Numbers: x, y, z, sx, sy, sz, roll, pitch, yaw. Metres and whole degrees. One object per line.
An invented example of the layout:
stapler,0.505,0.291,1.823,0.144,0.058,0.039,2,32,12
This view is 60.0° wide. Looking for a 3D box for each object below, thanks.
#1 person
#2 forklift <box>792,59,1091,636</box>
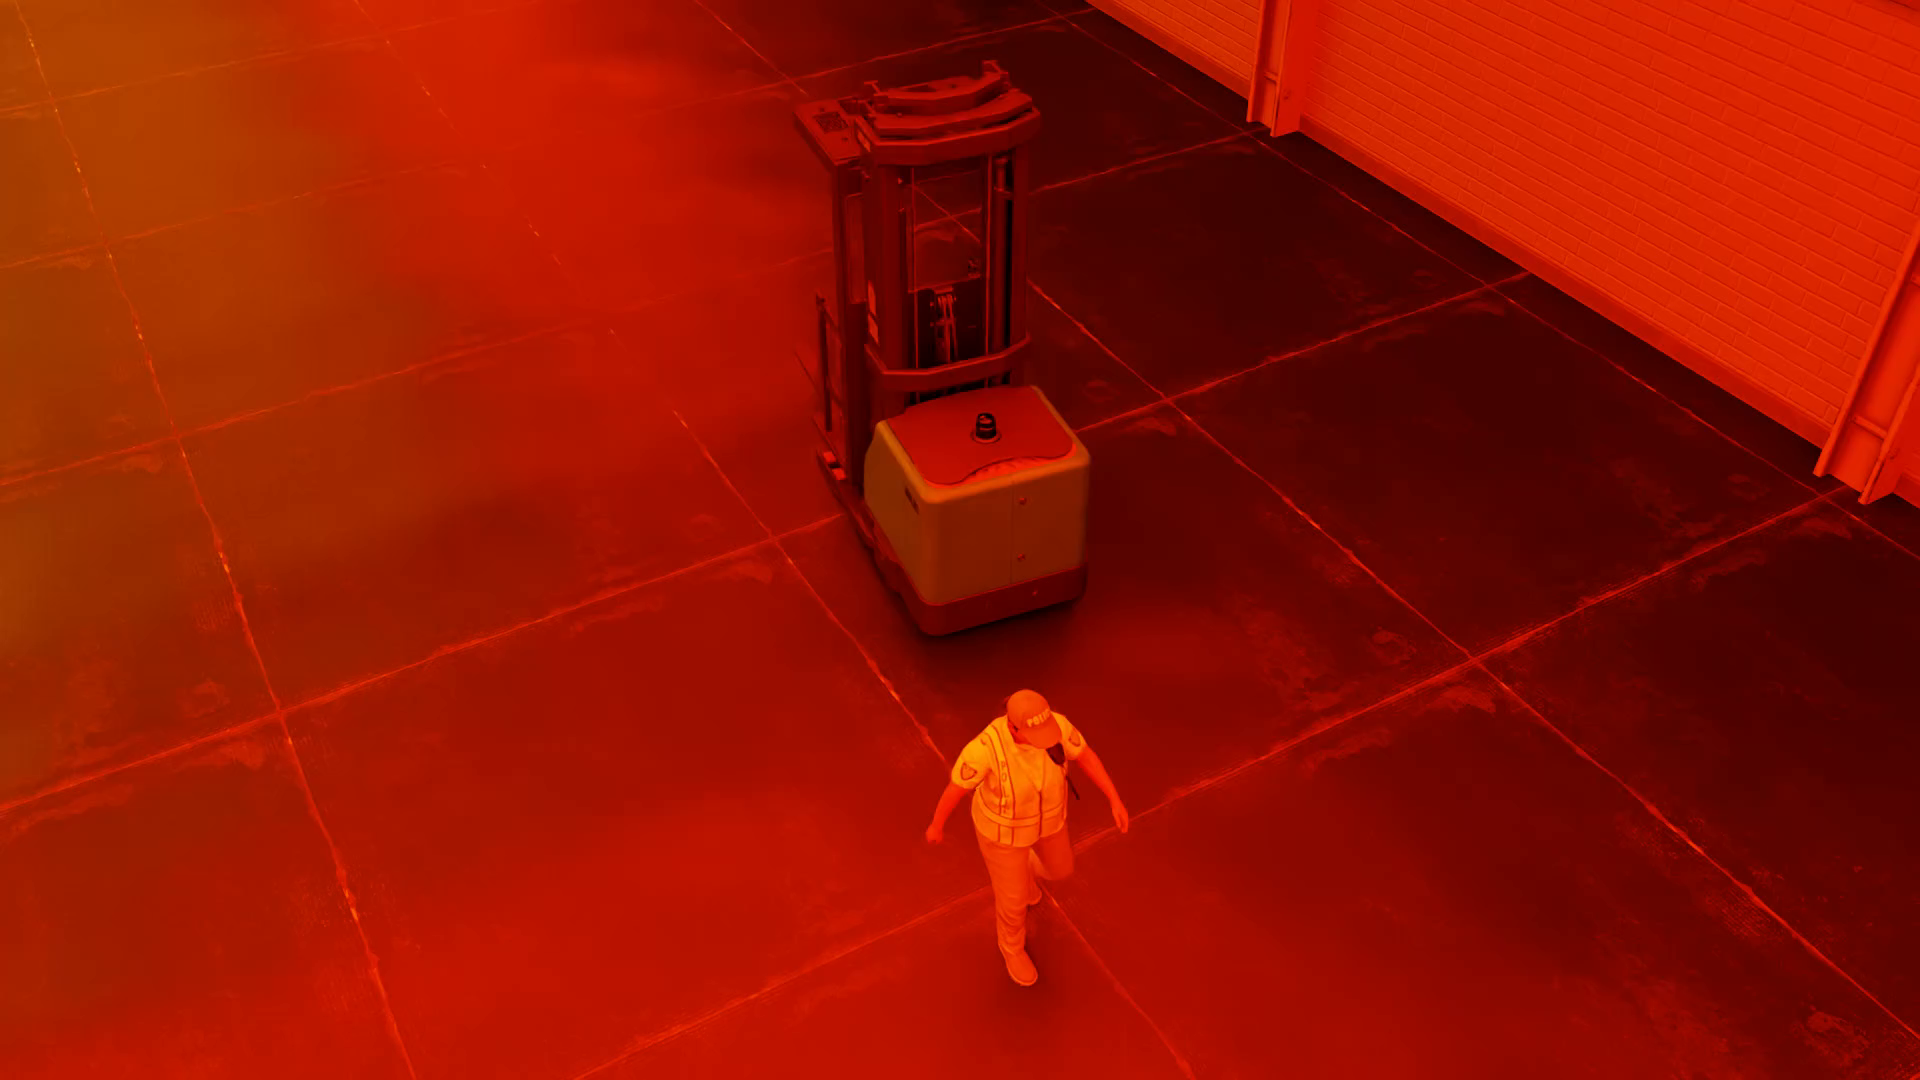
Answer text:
person,0.271,1.271,7.521,0.792,1.646,0.655,-20,44,-23
forklift,-0.282,-1.521,9.870,1.130,2.935,3.031,-15,42,-17
